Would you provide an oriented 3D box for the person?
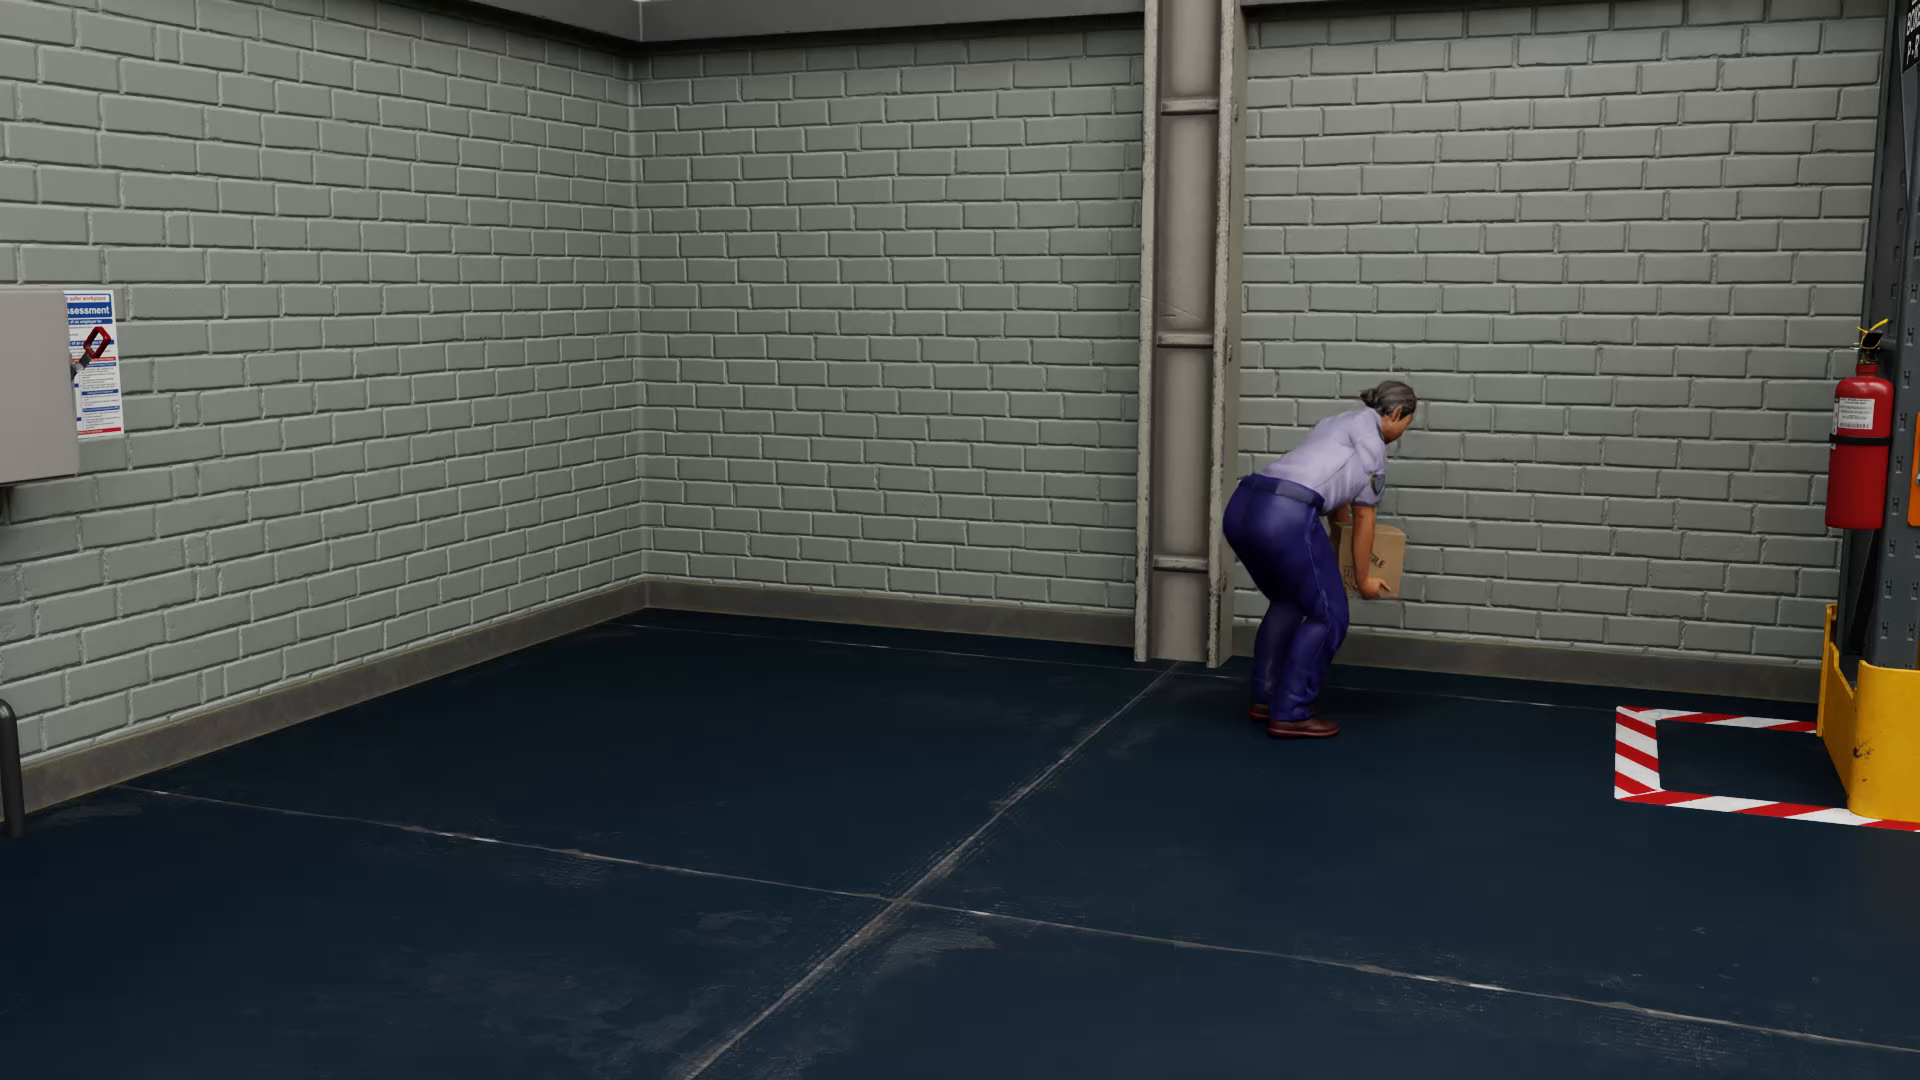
[{"bbox_3d":[1.425,0.068,6.487,0.793,1.341,0.452,-3,9,-21],"label":"person"}]
